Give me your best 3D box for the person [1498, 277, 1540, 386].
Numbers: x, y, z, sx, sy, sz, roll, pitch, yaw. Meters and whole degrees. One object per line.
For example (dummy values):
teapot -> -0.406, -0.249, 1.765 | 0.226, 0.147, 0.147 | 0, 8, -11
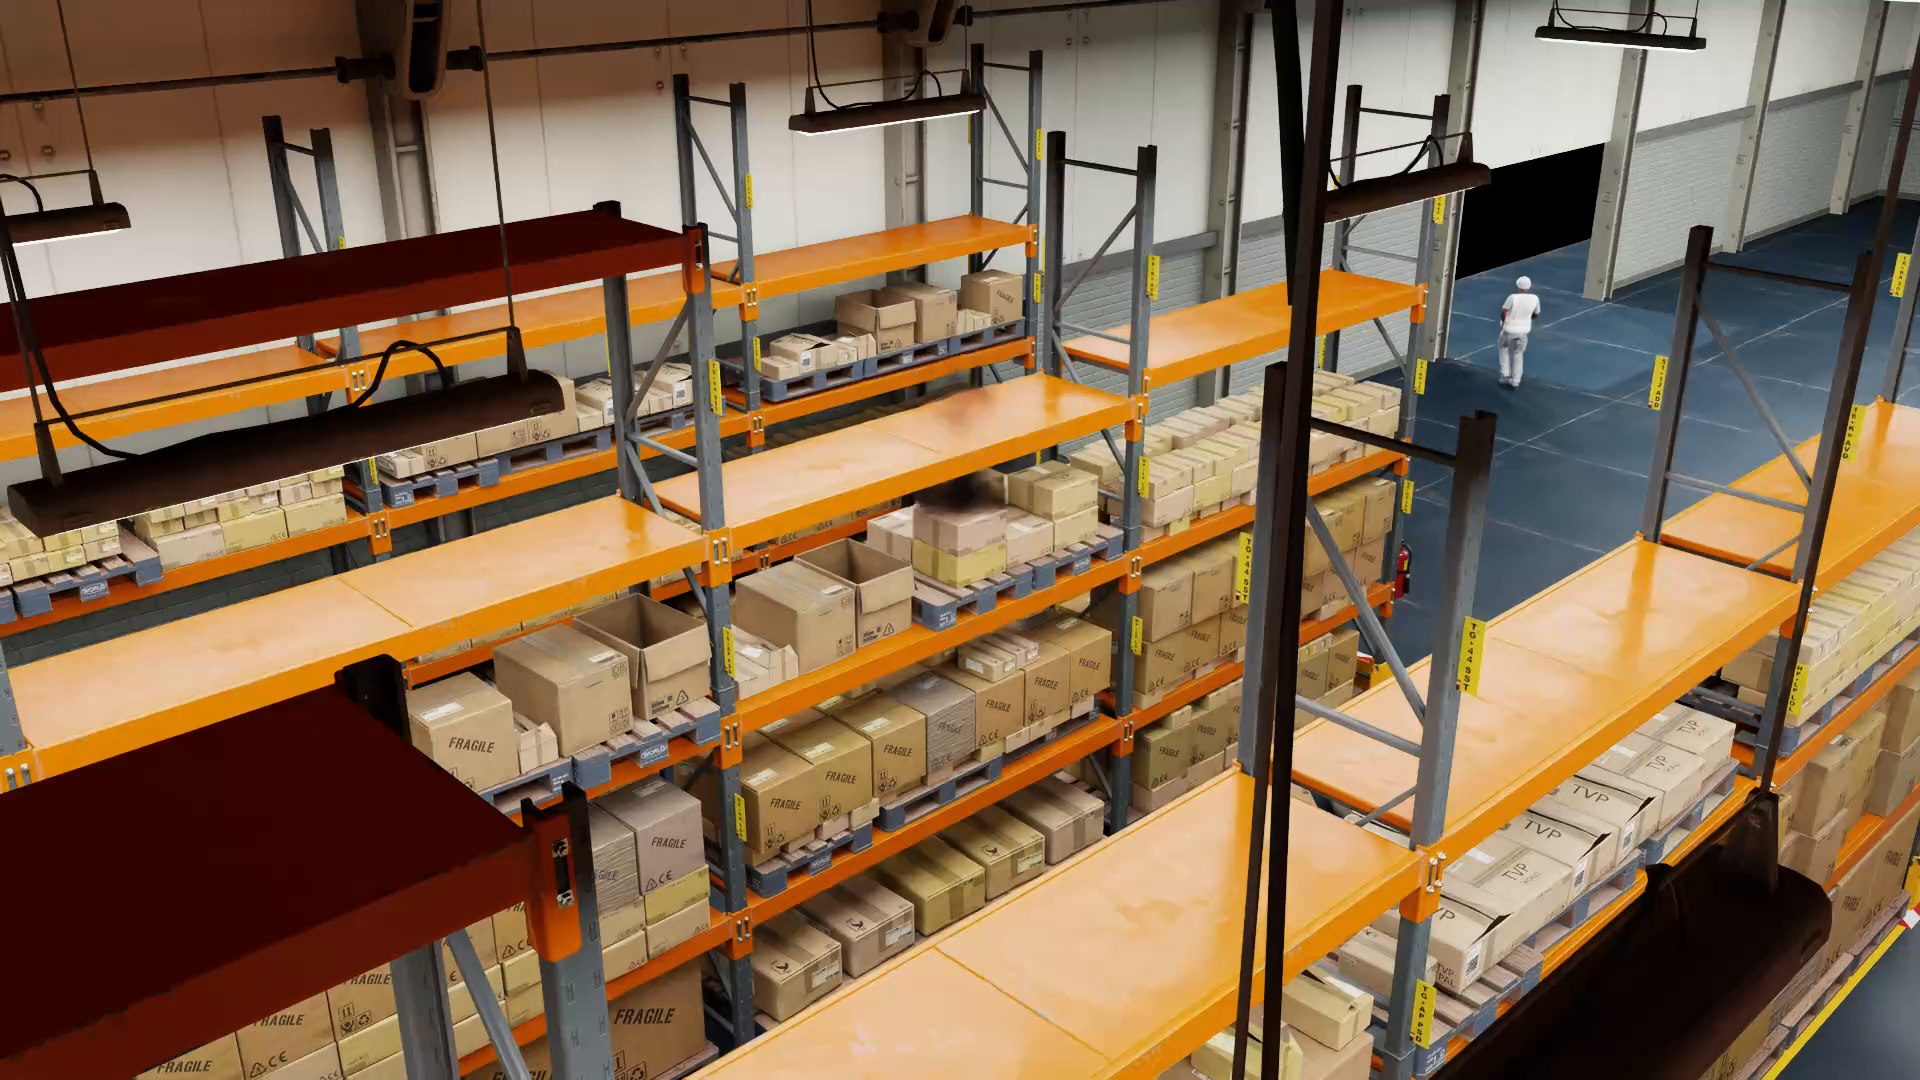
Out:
person -> 8.896, -3.347, 26.639 | 0.659, 1.807, 0.680 | 2, 23, 4
